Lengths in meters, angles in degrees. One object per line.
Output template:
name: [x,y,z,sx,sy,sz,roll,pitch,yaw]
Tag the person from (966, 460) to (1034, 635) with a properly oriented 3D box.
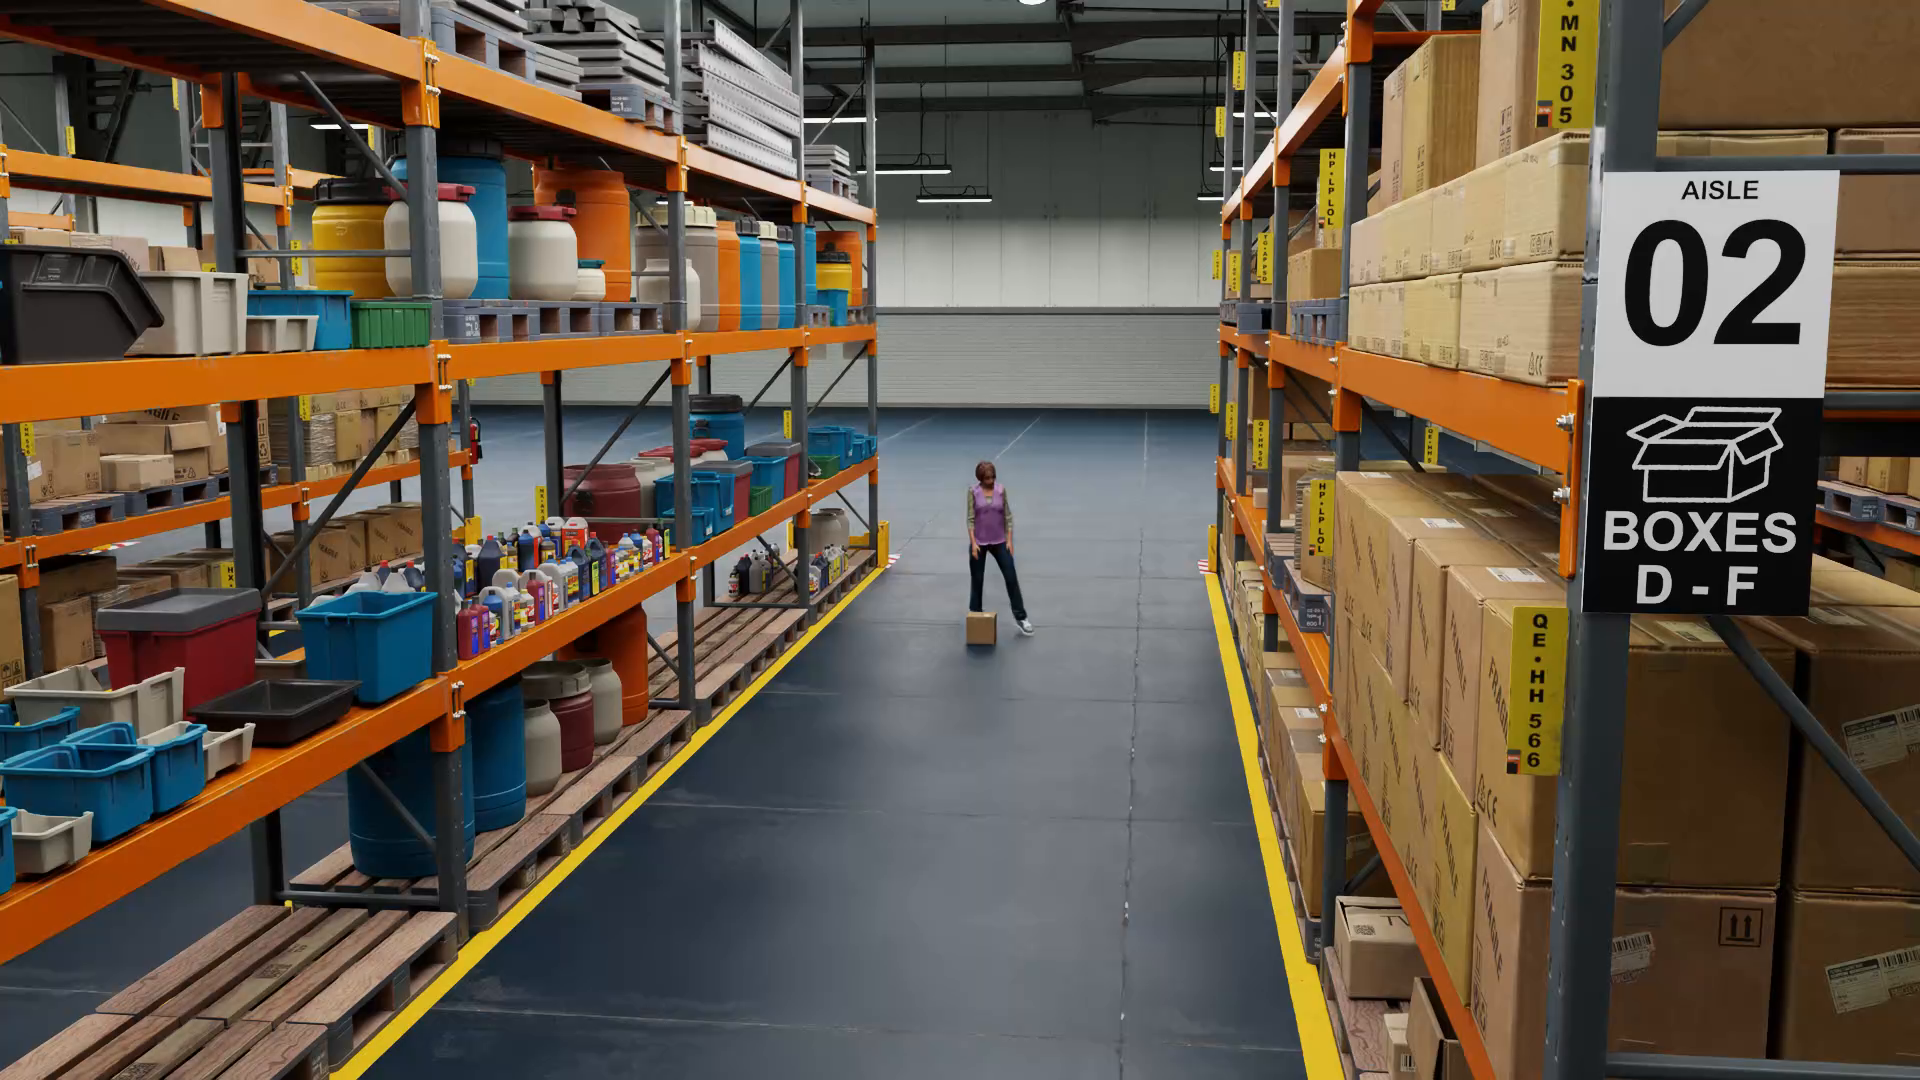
person: [0.363,0.066,15.323,0.608,1.579,0.435,-1,8,-6]
